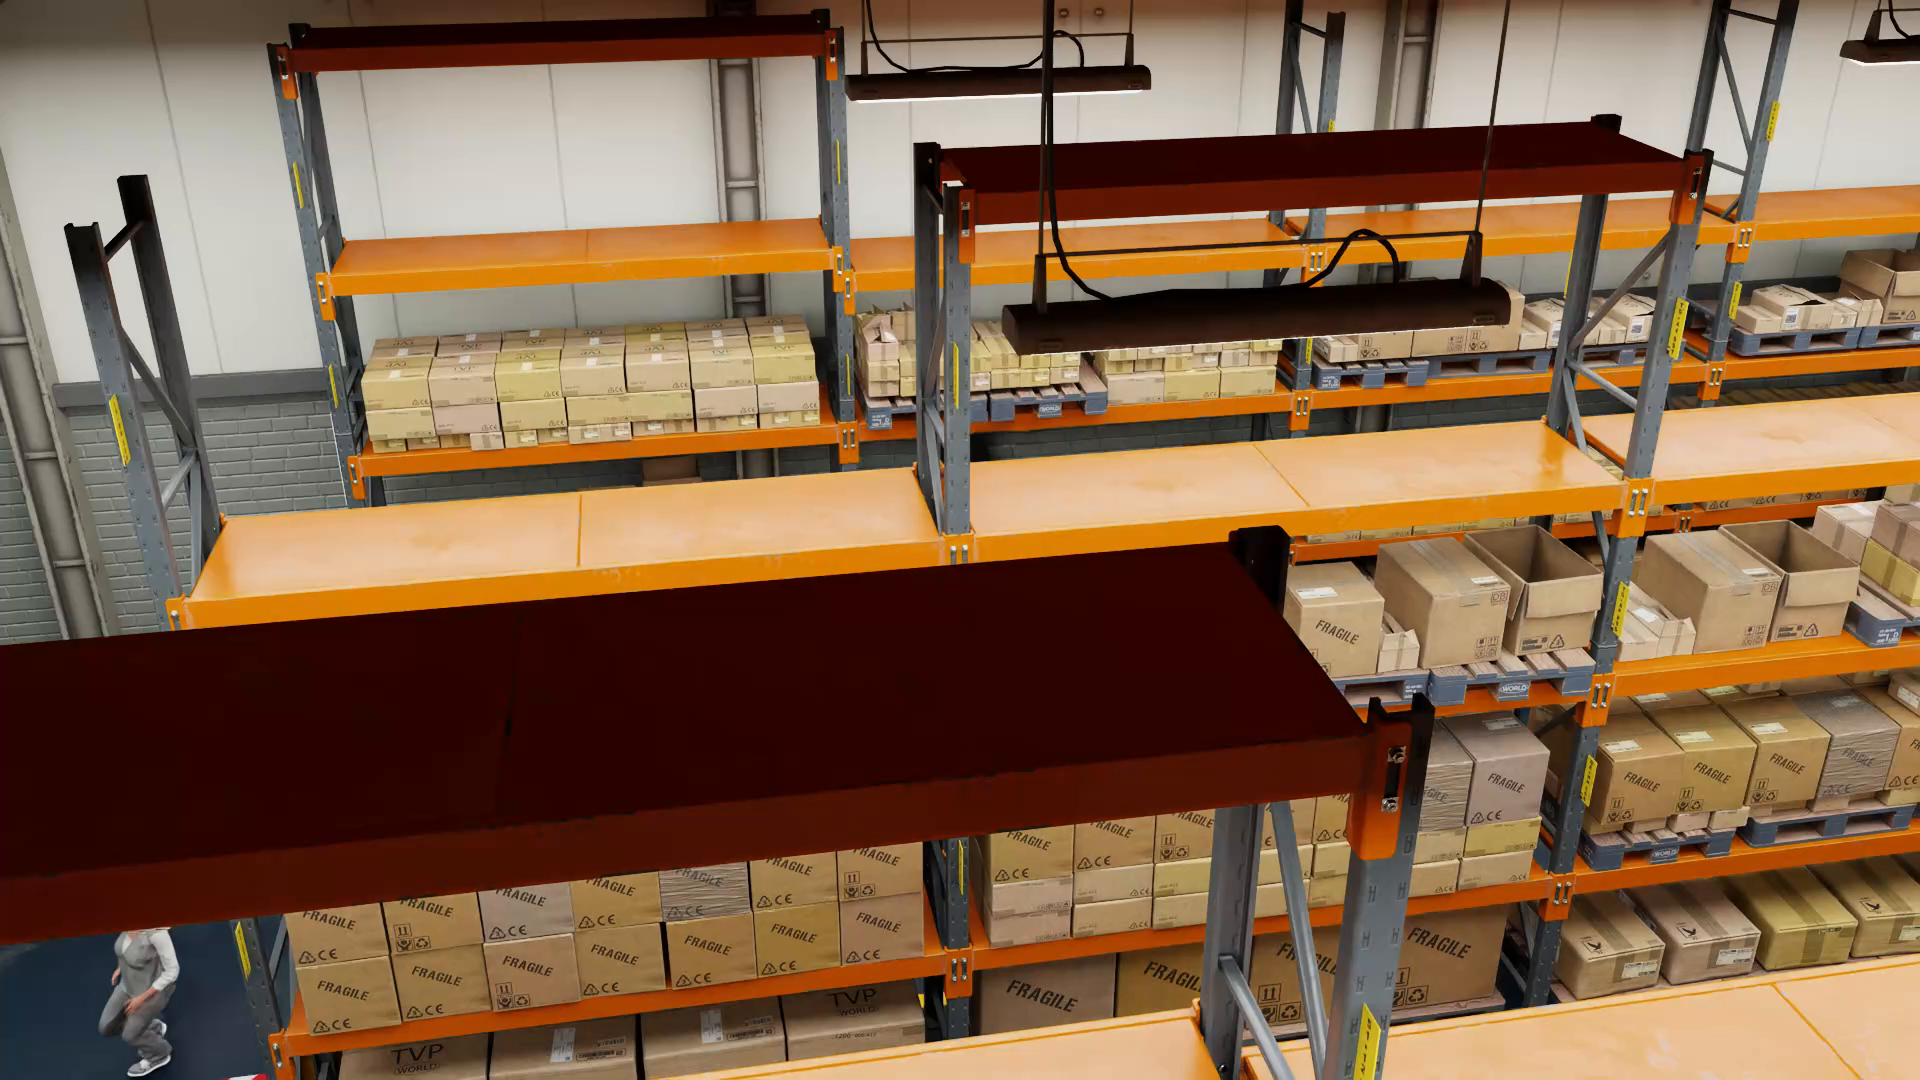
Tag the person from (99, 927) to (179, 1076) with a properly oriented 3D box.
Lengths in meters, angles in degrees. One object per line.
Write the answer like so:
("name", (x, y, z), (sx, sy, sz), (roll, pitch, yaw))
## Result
("person", (-5.249, 2.873, 10.607), (0.618, 1.505, 0.472), (20, 32, 35))
